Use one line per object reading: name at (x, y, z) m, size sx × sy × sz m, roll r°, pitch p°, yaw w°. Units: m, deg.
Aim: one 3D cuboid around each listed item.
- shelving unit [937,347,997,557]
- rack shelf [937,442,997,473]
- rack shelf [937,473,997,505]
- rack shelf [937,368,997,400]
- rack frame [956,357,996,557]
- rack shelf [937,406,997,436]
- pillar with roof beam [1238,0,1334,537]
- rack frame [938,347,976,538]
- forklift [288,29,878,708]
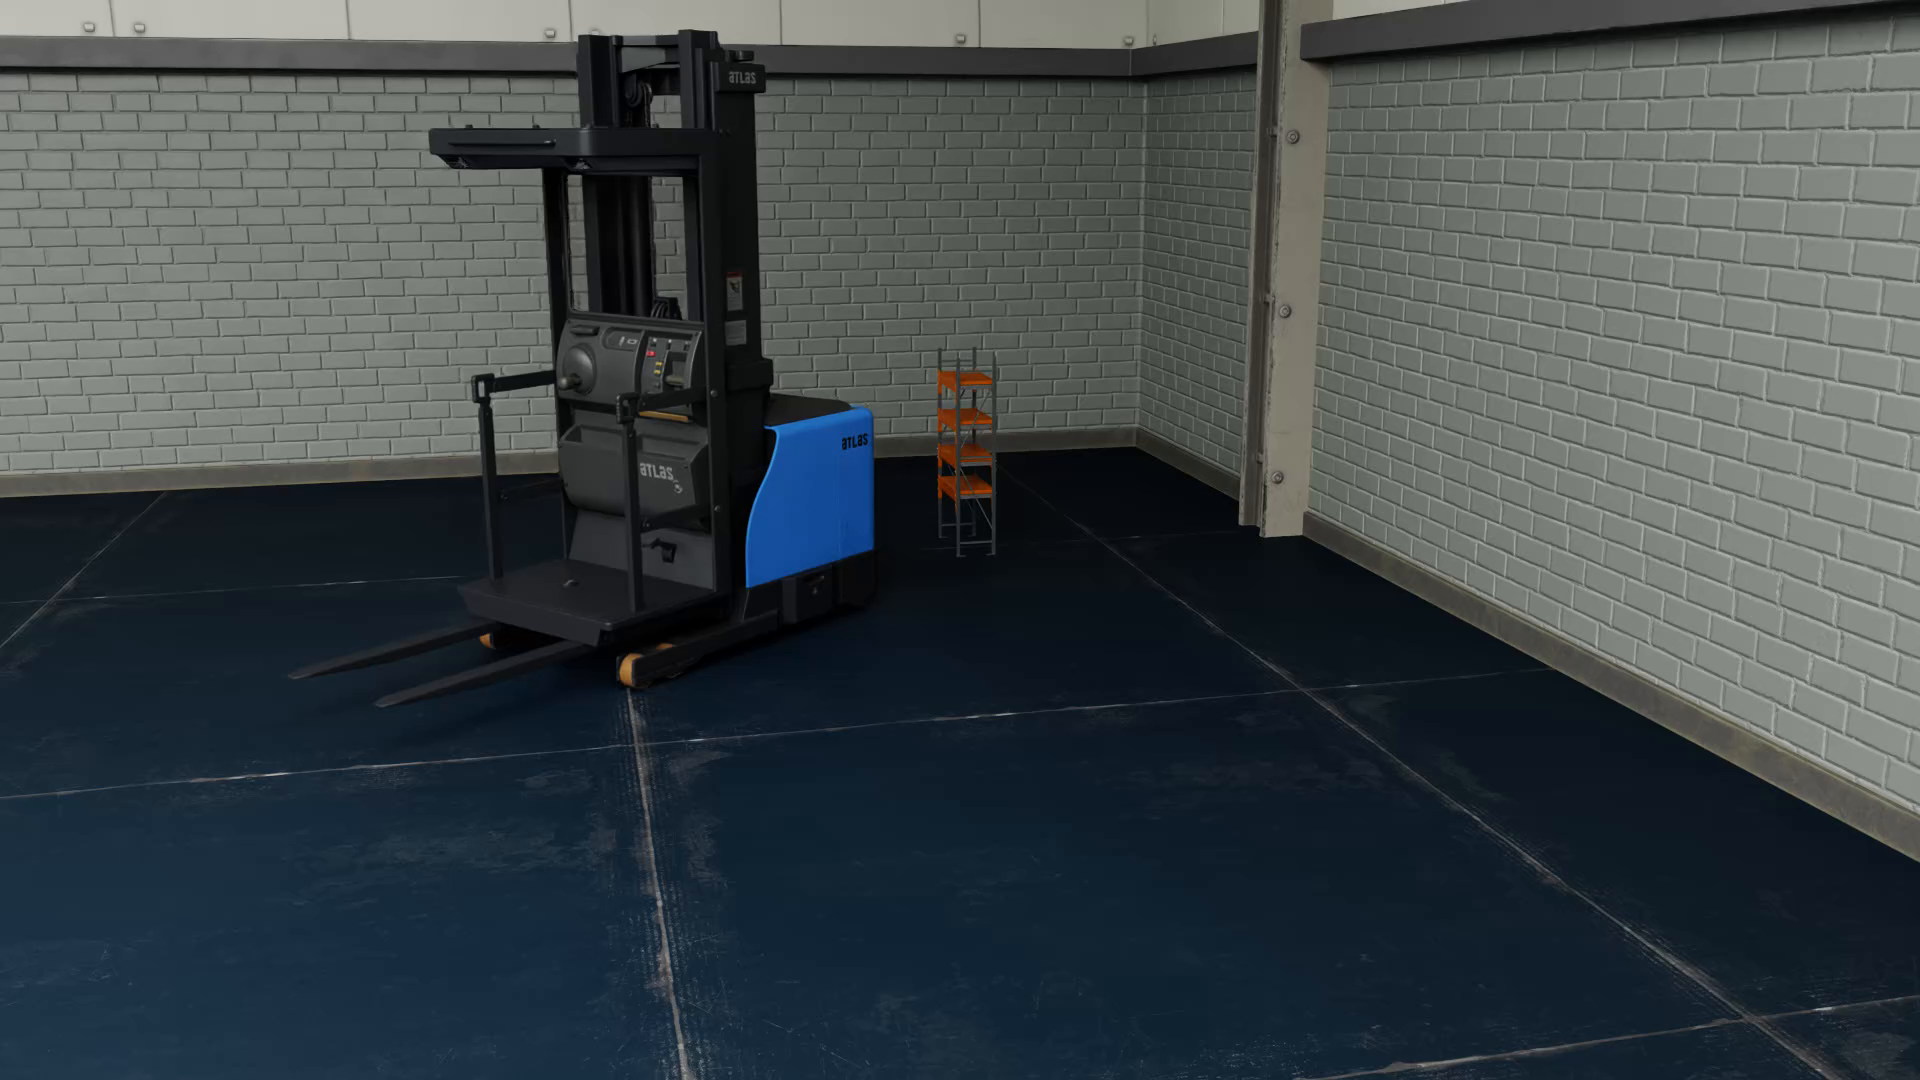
shelving unit at (0.039, -0.545, 10.128) m, size 0.258 × 1.200 × 0.503 m, roll -3°, pitch 14°, yaw -13°
rack shelf at (0.039, -0.479, 10.144) m, size 0.258 × 0.148 × 0.480 m, roll -3°, pitch 14°, yaw -13°
rack shelf at (0.039, -0.286, 10.191) m, size 0.258 × 0.148 × 0.480 m, roll -3°, pitch 14°, yaw -13°
rack shelf at (0.039, -0.926, 10.035) m, size 0.258 × 0.148 × 0.480 m, roll -3°, pitch 14°, yaw -13°
rack frame at (0.096, -0.488, 9.898) m, size 0.240 × 1.200 × 0.015 m, roll -3°, pitch 14°, yaw -13°
rack shelf at (0.039, -0.697, 10.091) m, size 0.258 × 0.148 × 0.480 m, roll -3°, pitch 14°, yaw -13°
pillar with roof beam at (-2.171, -4.202, 8.668) m, size 9.100 × 9.000 × 0.400 m, roll -3°, pitch 14°, yaw -13°
rack frame at (-0.018, -0.601, 10.359) m, size 0.240 × 1.200 × 0.015 m, roll -3°, pitch 14°, yaw -13°
forklift at (-1.716, -0.870, 7.812) m, size 1.130 × 2.935 × 3.031 m, roll 10°, pitch 17°, yaw 35°
